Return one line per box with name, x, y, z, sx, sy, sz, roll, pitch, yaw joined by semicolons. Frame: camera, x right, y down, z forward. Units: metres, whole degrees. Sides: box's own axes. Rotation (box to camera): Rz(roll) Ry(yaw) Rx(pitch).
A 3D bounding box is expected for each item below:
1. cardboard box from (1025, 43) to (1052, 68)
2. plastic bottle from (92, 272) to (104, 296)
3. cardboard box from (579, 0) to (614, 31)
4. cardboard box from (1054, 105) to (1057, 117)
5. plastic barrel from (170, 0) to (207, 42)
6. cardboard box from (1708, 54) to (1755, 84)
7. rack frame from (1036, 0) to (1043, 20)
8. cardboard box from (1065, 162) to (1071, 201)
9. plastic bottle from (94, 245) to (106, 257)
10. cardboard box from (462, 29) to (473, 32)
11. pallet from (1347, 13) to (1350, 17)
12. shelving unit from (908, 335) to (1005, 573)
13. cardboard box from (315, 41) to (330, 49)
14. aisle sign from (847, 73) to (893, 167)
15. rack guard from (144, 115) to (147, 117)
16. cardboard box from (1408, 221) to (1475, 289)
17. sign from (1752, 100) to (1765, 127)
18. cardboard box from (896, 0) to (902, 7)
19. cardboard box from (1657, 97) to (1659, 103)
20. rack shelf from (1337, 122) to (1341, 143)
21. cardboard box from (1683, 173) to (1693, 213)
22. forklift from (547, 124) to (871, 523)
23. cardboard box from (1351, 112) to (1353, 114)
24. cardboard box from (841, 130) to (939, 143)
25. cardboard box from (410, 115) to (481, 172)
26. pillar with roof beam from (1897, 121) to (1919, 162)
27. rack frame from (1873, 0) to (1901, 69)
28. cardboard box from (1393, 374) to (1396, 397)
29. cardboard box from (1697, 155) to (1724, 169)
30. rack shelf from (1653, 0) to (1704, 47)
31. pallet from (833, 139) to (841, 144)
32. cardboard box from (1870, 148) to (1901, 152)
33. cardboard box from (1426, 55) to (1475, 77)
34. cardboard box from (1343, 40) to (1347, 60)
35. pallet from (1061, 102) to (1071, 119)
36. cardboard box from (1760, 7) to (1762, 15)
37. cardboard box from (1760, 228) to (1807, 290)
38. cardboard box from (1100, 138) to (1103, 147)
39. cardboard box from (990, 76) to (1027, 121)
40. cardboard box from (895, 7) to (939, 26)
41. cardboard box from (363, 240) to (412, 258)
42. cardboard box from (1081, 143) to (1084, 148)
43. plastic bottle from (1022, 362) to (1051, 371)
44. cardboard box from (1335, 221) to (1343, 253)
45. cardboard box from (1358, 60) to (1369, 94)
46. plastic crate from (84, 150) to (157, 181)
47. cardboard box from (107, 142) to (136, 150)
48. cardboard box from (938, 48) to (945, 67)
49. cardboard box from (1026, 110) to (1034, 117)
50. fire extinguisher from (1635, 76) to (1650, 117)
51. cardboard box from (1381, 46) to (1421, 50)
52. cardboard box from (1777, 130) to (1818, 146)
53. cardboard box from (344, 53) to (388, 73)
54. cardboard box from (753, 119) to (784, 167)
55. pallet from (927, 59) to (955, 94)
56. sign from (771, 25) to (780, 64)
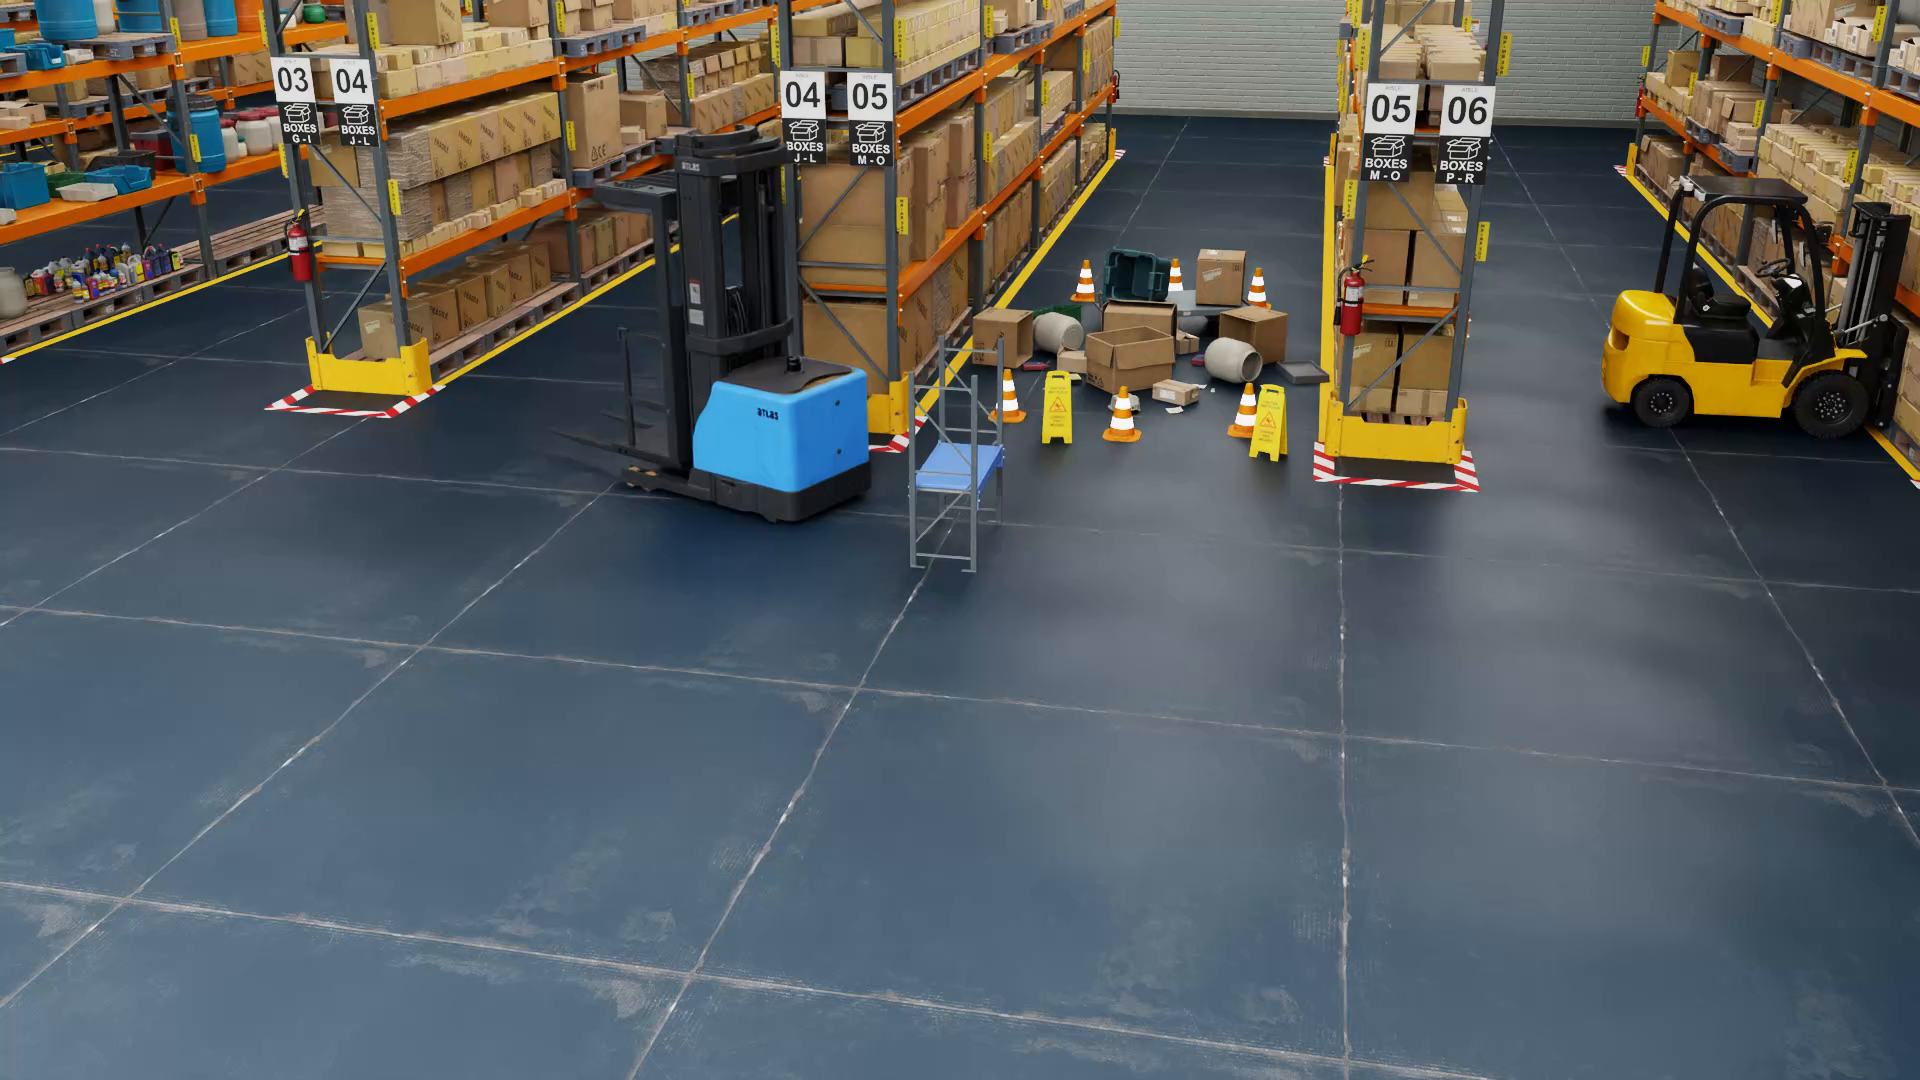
cardboard box;1.228;-7.698;26.082;0.500;0.500;0.500;4;22;9
plastic bottle;-9.991;-2.965;19.263;0.097;0.271;0.097;0;22;0
cardboard box;-4.687;-6.490;20.237;0.797;0.503;0.637;5;23;13
cardboard box;1.192;-6.201;24.010;0.380;0.149;0.250;4;22;9
plastic barrel;-9.895;-6.790;21.012;0.600;0.901;0.600;0;22;0
cardboard box;11.687;-7.081;25.218;0.500;0.500;0.500;4;22;9
rack frame;0.580;-8.177;21.112;1.000;3.000;0.127;4;22;11
cardboard box;1.387;-5.415;25.068;0.500;0.500;0.500;4;22;10
plastic bottle;-10.491;-3.436;20.327;0.144;0.351;0.185;5;22;12
cardboard box;-5.511;-5.465;18.059;0.380;0.149;0.250;5;23;13
pallet;5.751;-7.007;22.474;1.003;0.211;1.213;6;23;13
shelving unit;-0.017;-0.664;12.496;0.538;1.500;1.048;4;22;11
cardboard box;-12.247;-9.164;31.458;0.500;0.500;0.500;5;22;11
aisle sign;-0.773;-3.626;14.362;0.394;0.787;0.004;4;22;11
rack guard;-17.165;-8.718;33.830;1.175;0.500;0.348;4;22;11
cardboard box;4.182;-2.465;14.427;0.500;0.500;0.500;4;22;10
sign;9.774;-5.215;20.344;0.100;0.325;0.005;4;22;11
cardboard box;-0.797;-5.432;16.883;0.380;0.149;0.250;4;22;10
cardboard box;11.466;-7.104;26.814;0.380;0.149;0.250;5;23;13
rack shelf;5.855;-5.452;23.339;1.077;0.370;4.000;4;22;11
cardboard box;10.804;-5.016;24.076;0.500;0.500;0.500;5;23;13
forklift;-2.229;-1.910;13.673;3.031;2.935;1.130;15;26;32
cardboard box;4.817;-4.718;19.460;0.500;0.500;0.500;4;22;9
cardboard box;-0.689;-3.778;16.574;0.875;0.550;0.500;4;22;11
cardboard box;-5.299;-4.078;17.093;0.500;0.500;0.500;4;22;11
pillar with roof beam;6.709;-7.243;18.791;9.100;9.000;0.400;4;22;11
rack frame;9.490;-5.997;15.699;1.000;3.000;0.127;4;22;11
cardboard box;4.361;-1.508;15.701;0.500;0.250;0.500;5;23;13
cardboard box;10.783;-5.405;23.776;0.380;0.149;0.250;3;22;8
rack shelf;11.531;-7.929;25.474;1.077;0.370;4.000;4;22;11
pallet;-2.709;-7.144;30.308;1.003;0.211;1.213;4;22;11
cardboard box;10.129;-4.228;18.334;0.380;0.149;0.250;5;22;11
cardboard box;4.122;-3.981;13.977;0.380;0.149;0.250;4;22;11
cardboard box;6.295;-7.593;26.219;0.500;0.500;0.500;5;22;12
pallet;1.098;-6.500;25.235;1.003;0.211;1.213;4;22;11
cardboard box;10.402;-6.701;21.129;0.380;0.149;0.250;5;22;11
cardboard box;10.040;-3.304;19.658;0.875;0.625;0.625;5;23;13
cardboard box;2.280;-6.926;28.891;0.380;0.149;0.250;4;22;9
cardboard box;0.479;-5.741;21.622;0.700;0.500;0.500;4;22;11
cardboard box;-0.412;-4.917;15.606;0.380;0.149;0.250;4;22;10
cardboard box;-5.596;-2.853;16.260;0.380;0.149;0.250;4;22;11
cardboard box;1.818;-6.406;27.201;0.380;0.149;0.250;4;22;10
plastic bottle;0.790;-1.802;17.245;0.283;0.061;0.133;-3;22;-8
cardboard box;5.322;-3.824;21.289;0.950;0.372;0.625;3;22;7
cardboard box;3.860;-4.170;14.980;0.500;0.250;0.500;5;22;12
plastic crate;-10.151;-4.514;20.129;0.767;0.338;0.504;4;22;11
cardboard box;-13.371;-6.130;26.817;0.500;0.500;0.500;4;22;10
cardboard box;-0.360;-4.641;15.986;0.380;0.149;0.250;5;22;11
cardboard box;0.875;-5.772;22.547;0.380;0.149;0.250;5;23;13
fire extinguisher;11.517;-7.483;28.022;0.296;0.674;0.183;4;22;11
cardboard box;3.878;-4.283;14.727;0.380;0.149;0.250;4;22;11
cardboard box;9.873;-4.737;19.597;0.380;0.149;0.250;5;22;12
cardboard box;-5.605;-4.474;15.599;0.380;0.149;0.250;4;22;11
cardboard box;-3.550;-6.246;26.630;1.225;0.875;0.875;5;22;11
pallet;-0.664;-4.539;16.212;1.003;0.211;1.213;4;22;11
sign;-1.581;-4.281;14.373;0.100;0.325;0.005;4;22;11
